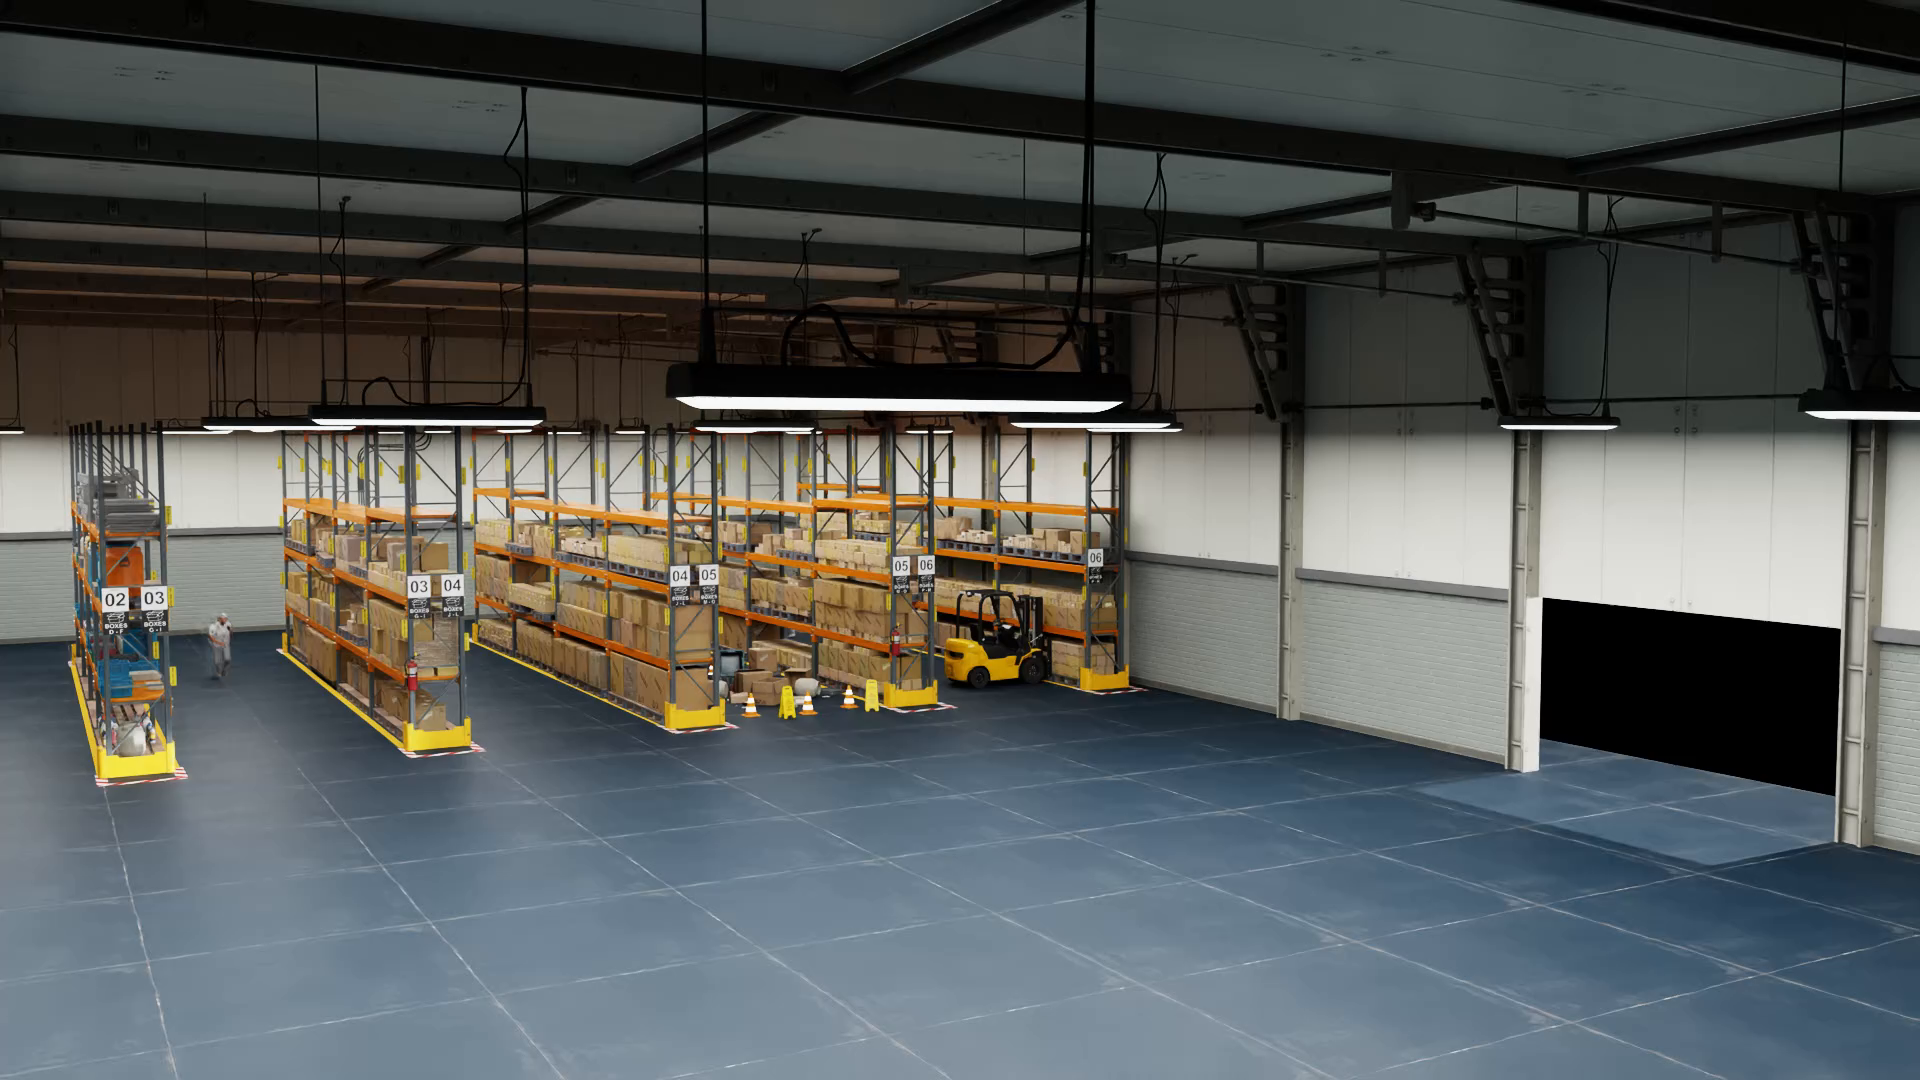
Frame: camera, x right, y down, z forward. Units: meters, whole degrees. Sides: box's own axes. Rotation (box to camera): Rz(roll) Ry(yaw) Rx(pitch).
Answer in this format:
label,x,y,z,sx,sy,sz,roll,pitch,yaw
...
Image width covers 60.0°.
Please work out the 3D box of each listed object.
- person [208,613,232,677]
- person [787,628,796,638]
label,x,y,z,sx,sy,sz,roll,pitch,yaw
person,-17.547,2.496,39.440,0.559,1.571,0.726,-2,4,-32
person,-4.870,1.997,47.684,0.359,1.642,0.457,1,4,16
